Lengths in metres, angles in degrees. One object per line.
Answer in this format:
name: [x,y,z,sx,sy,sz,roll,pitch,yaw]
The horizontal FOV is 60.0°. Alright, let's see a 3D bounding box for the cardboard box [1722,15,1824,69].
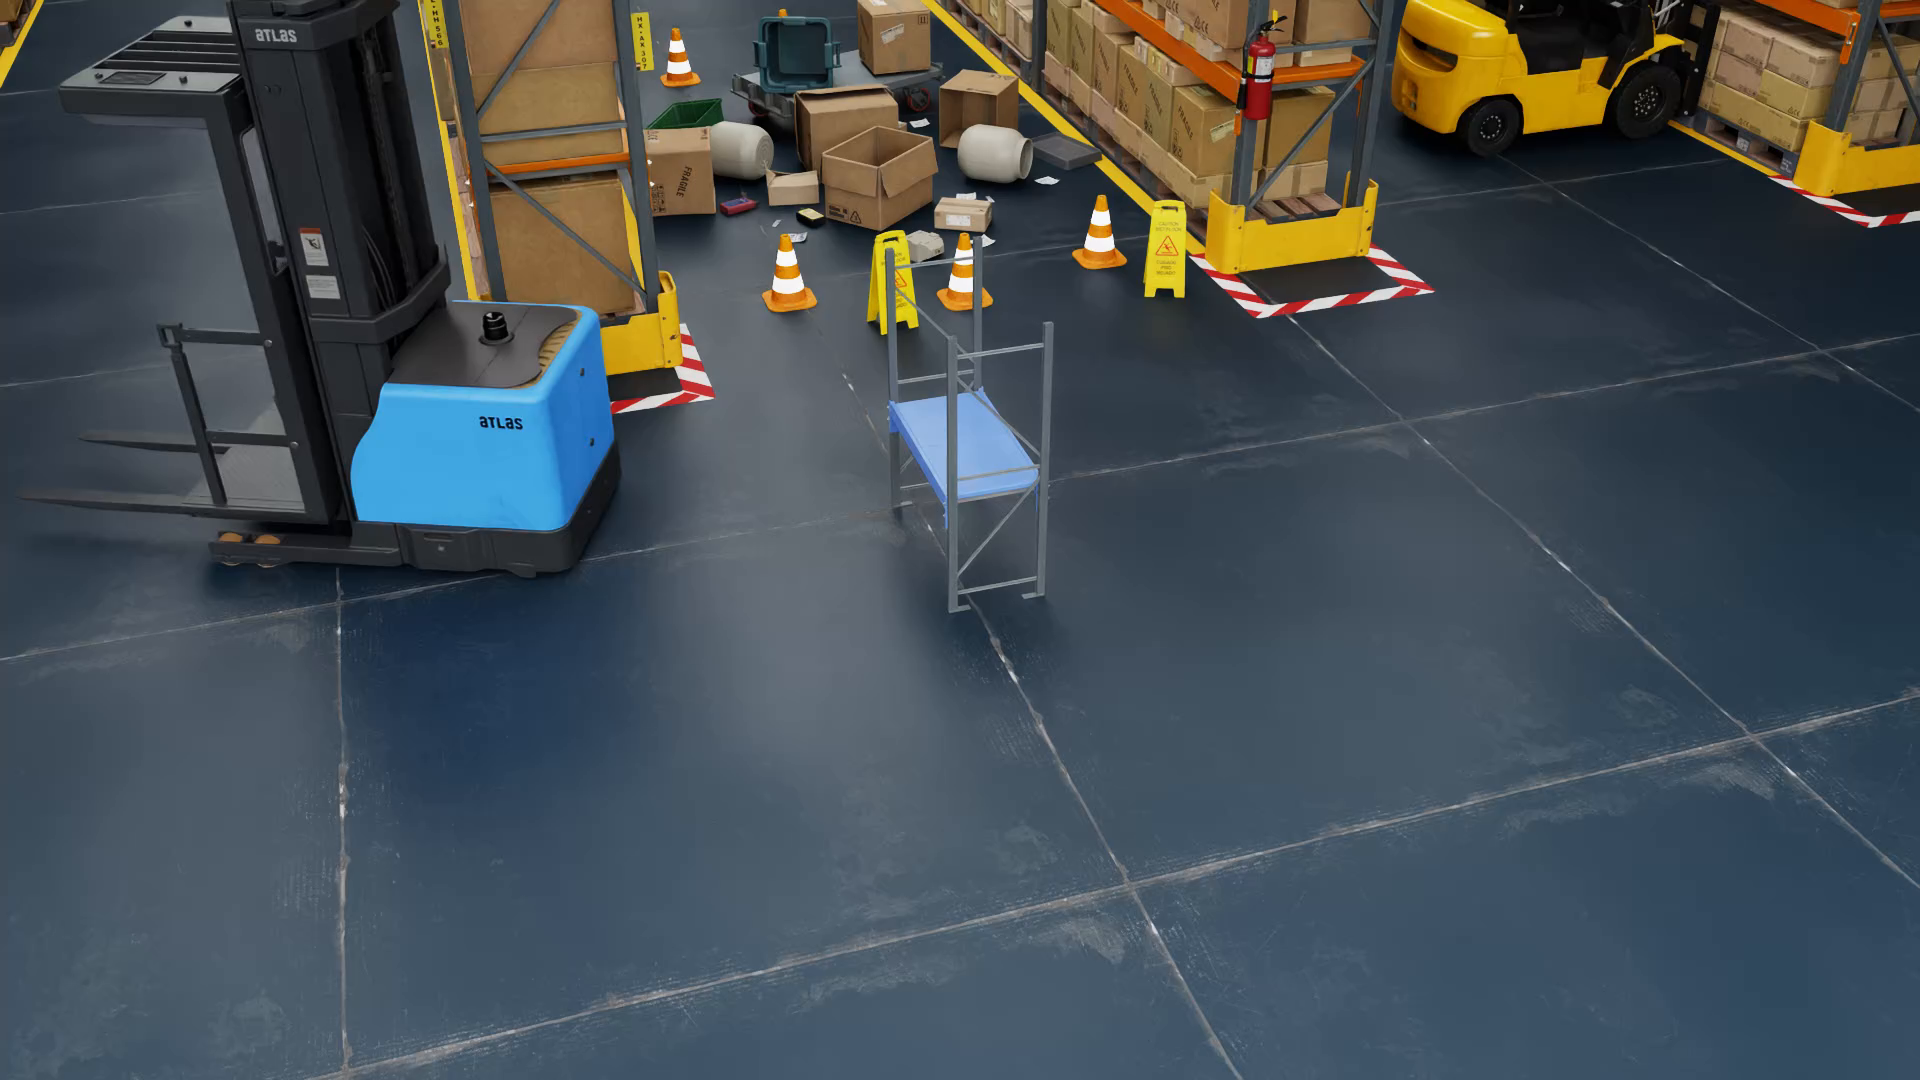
cardboard box: [6.473,-3.973,13.247,0.500,0.250,0.500,-9,35,-14]

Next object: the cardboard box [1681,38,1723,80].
cardboard box: [6.306,-4.043,13.808,0.500,0.250,0.500,-11,35,-16]

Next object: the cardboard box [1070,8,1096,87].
cardboard box: [1.223,-4.041,13.578,0.500,0.500,0.500,-9,34,-13]

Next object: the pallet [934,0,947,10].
pallet: [0.143,-5.861,17.428,1.003,0.211,1.213,-10,35,-15]

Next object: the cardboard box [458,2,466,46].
cardboard box: [-2.669,-3.337,9.963,0.875,0.550,0.550,-10,35,-15]

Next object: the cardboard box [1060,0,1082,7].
cardboard box: [1.030,-4.515,13.707,0.380,0.149,0.250,-10,35,-14]

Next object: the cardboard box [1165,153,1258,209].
cardboard box: [1.836,-2.654,12.159,0.500,0.250,0.500,-10,35,-15]

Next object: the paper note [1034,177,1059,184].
paper note: [0.683,-2.808,12.972,0.142,0.019,0.148,-23,40,-31]

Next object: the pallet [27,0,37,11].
pallet: [-10.069,-5.671,17.140,1.003,0.211,1.213,-10,35,-15]

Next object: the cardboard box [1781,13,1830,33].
cardboard box: [6.950,-4.062,13.383,0.500,0.250,0.500,-10,35,-15]

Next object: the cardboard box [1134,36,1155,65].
cardboard box: [1.525,-3.675,12.436,0.380,0.149,0.250,-9,34,-13]

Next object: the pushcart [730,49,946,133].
pushcart: [-1.030,-3.831,14.205,1.648,0.377,0.936,-23,40,-31]

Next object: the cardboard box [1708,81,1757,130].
cardboard box: [6.485,-3.555,13.523,0.500,0.250,0.500,-10,35,-15]

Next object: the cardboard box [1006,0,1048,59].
cardboard box: [0.964,-4.688,15.127,0.950,0.372,0.625,-10,35,-14]

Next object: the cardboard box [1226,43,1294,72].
cardboard box: [2.028,-3.290,11.236,0.380,0.149,0.250,-9,34,-13]

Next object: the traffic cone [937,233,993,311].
traffic cone: [0.033,-1.820,11.084,0.336,0.463,0.334,-10,35,-15]

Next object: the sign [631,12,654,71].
sign: [-1.807,-2.833,9.460,0.100,0.325,0.005,-10,35,-15]

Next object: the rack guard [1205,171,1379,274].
rack guard: [2.323,-2.231,11.673,1.175,0.500,0.348,-10,35,-15]

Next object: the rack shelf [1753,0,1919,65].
rack shelf: [6.462,-4.821,13.977,1.077,0.370,4.000,-10,35,-15]

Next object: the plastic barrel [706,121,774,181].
plastic barrel: [-1.750,-3.037,12.961,0.512,0.421,0.421,13,36,18]

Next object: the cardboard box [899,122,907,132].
cardboard box: [-0.670,-3.405,13.662,0.396,0.266,0.258,19,38,26]

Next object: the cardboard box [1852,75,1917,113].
cardboard box: [7.126,-3.589,13.121,0.500,0.250,0.500,-9,35,-14]

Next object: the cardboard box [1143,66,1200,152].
cardboard box: [1.691,-3.225,12.343,0.500,0.500,0.500,-9,34,-13]

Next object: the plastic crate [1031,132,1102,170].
plastic crate: [0.824,-3.154,13.451,0.402,0.080,0.583,-23,40,-31]

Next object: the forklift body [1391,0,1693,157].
forklift body: [4.756,-4.406,13.466,2.313,2.155,1.214,-10,35,-15]

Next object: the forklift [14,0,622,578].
forklift: [-3.412,-1.366,8.159,3.031,2.935,1.130,3,34,5]

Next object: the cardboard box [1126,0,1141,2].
cardboard box: [1.401,-4.210,12.628,0.380,0.149,0.250,-10,35,-15]

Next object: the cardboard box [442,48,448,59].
cardboard box: [-3.191,-3.732,11.540,0.875,0.550,0.550,-10,35,-15]

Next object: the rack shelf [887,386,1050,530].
rack shelf: [0.026,-0.431,8.368,0.538,0.185,1.000,-10,35,-15]

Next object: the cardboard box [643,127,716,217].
cardboard box: [-2.107,-2.765,12.478,0.500,0.500,0.500,-4,34,-6]

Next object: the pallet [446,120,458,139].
pallet: [-3.864,-3.678,14.125,1.003,0.211,1.213,-10,35,-15]

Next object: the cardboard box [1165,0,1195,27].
cardboard box: [1.770,-3.903,11.574,0.500,0.500,0.500,-10,35,-15]

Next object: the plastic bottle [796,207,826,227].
plastic bottle: [-1.124,-2.399,12.325,0.133,0.061,0.283,-23,40,-31]

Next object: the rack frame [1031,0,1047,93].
rack frame: [1.126,-5.334,14.102,1.000,3.000,0.127,-10,35,-15]

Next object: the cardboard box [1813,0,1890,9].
cardboard box: [6.672,-4.327,12.487,0.500,0.500,0.500,-11,35,-16]

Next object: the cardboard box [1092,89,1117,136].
cardboard box: [1.387,-3.451,13.365,0.500,0.250,0.500,-10,35,-15]

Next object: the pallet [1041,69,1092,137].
pallet: [1.364,-3.824,14.346,1.003,0.211,1.213,-10,35,-15]

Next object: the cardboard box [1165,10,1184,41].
cardboard box: [1.680,-3.673,11.815,0.380,0.149,0.250,-9,35,-14]

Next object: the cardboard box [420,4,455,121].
cardboard box: [-3.832,-3.996,13.737,1.050,0.750,0.750,-10,35,-15]

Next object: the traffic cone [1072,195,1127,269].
traffic cone: [0.986,-2.185,11.637,0.336,0.463,0.334,-10,35,-15]

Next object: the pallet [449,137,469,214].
pallet: [-3.400,-2.873,12.907,1.003,0.211,1.213,-10,35,-15]

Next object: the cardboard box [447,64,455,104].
cardboard box: [-3.154,-2.923,11.999,0.875,0.875,0.875,-10,35,-14]

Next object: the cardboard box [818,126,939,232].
cardboard box: [-0.601,-2.689,12.363,0.637,0.503,0.797,19,38,26]

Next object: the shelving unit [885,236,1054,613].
shelving unit: [0.026,-0.581,8.269,0.538,1.500,1.048,-10,35,-15]

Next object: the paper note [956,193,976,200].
paper note: [0.046,-2.624,12.703,0.148,0.019,0.142,1,33,2]
